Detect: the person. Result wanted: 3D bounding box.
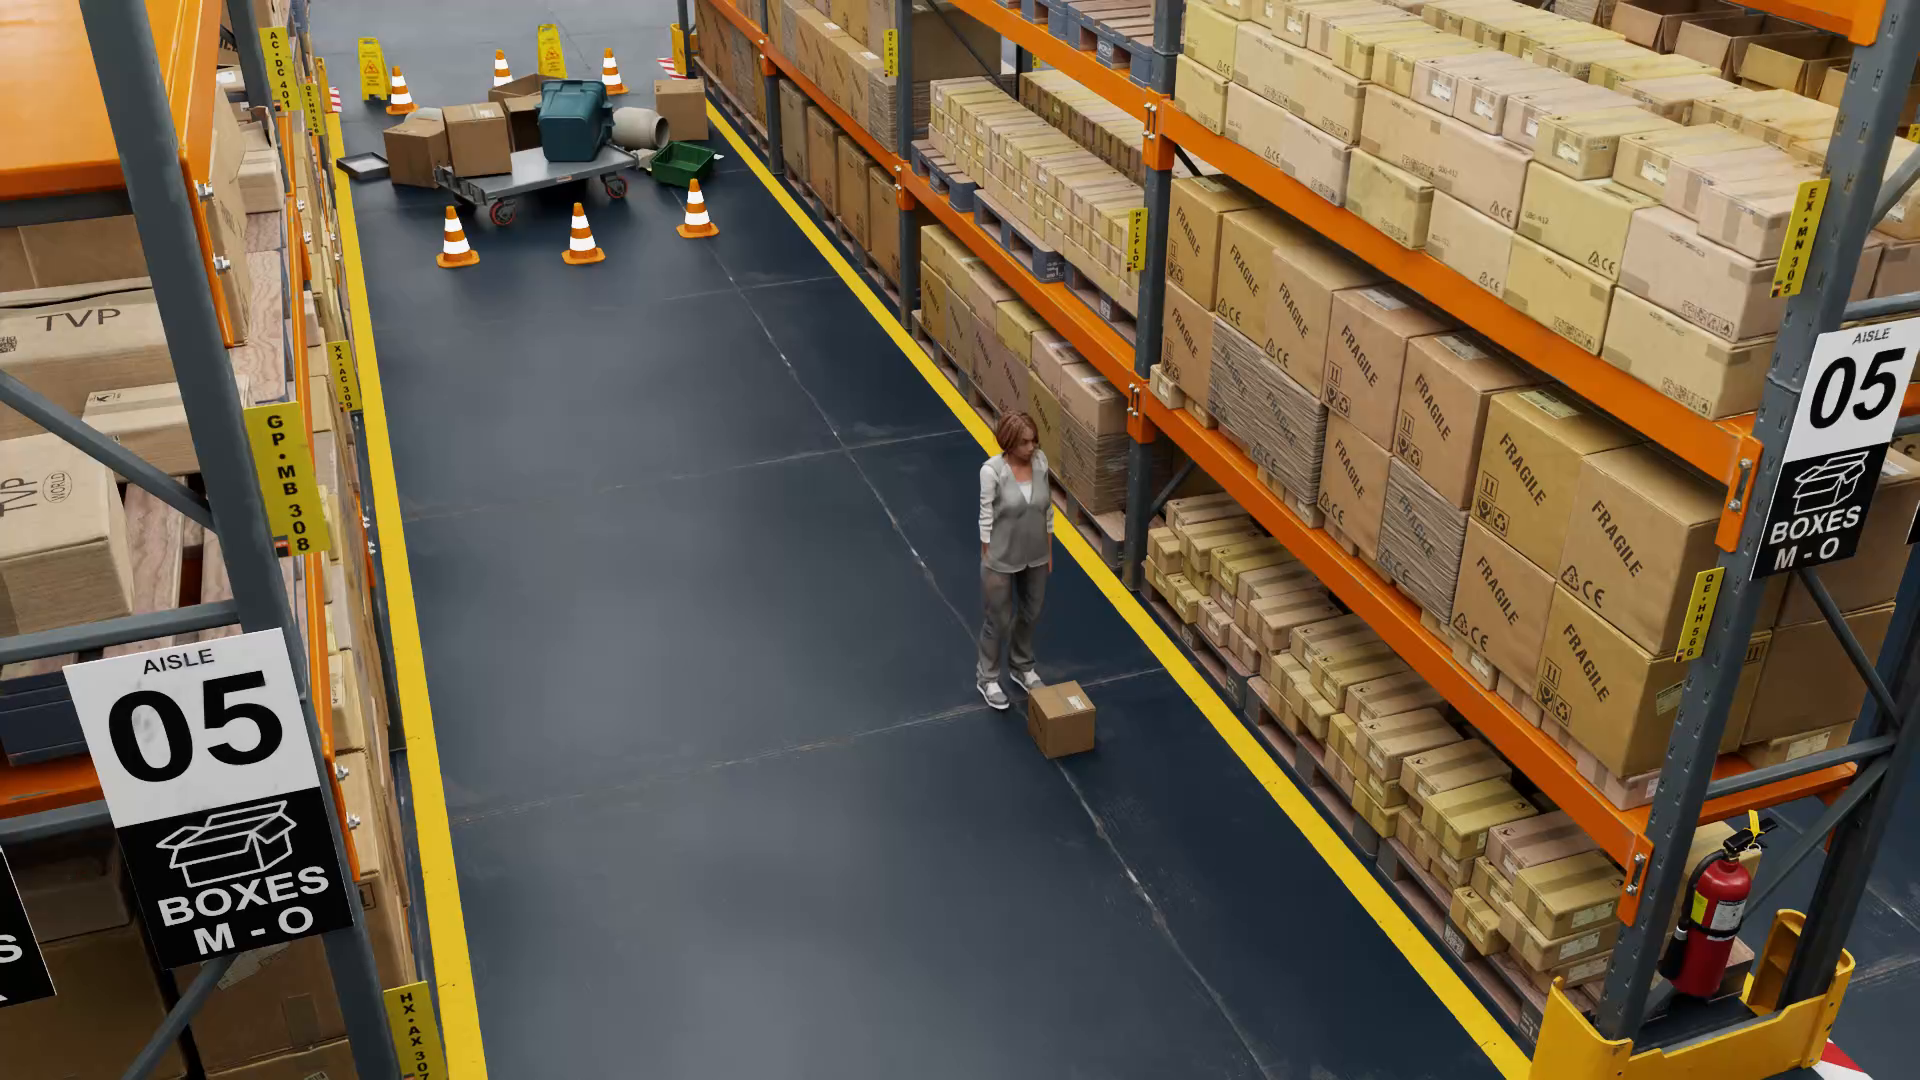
[{"bbox_3d":[0.281,0.091,8.187,0.404,1.598,0.313,-15,33,-23],"label":"person"}]
